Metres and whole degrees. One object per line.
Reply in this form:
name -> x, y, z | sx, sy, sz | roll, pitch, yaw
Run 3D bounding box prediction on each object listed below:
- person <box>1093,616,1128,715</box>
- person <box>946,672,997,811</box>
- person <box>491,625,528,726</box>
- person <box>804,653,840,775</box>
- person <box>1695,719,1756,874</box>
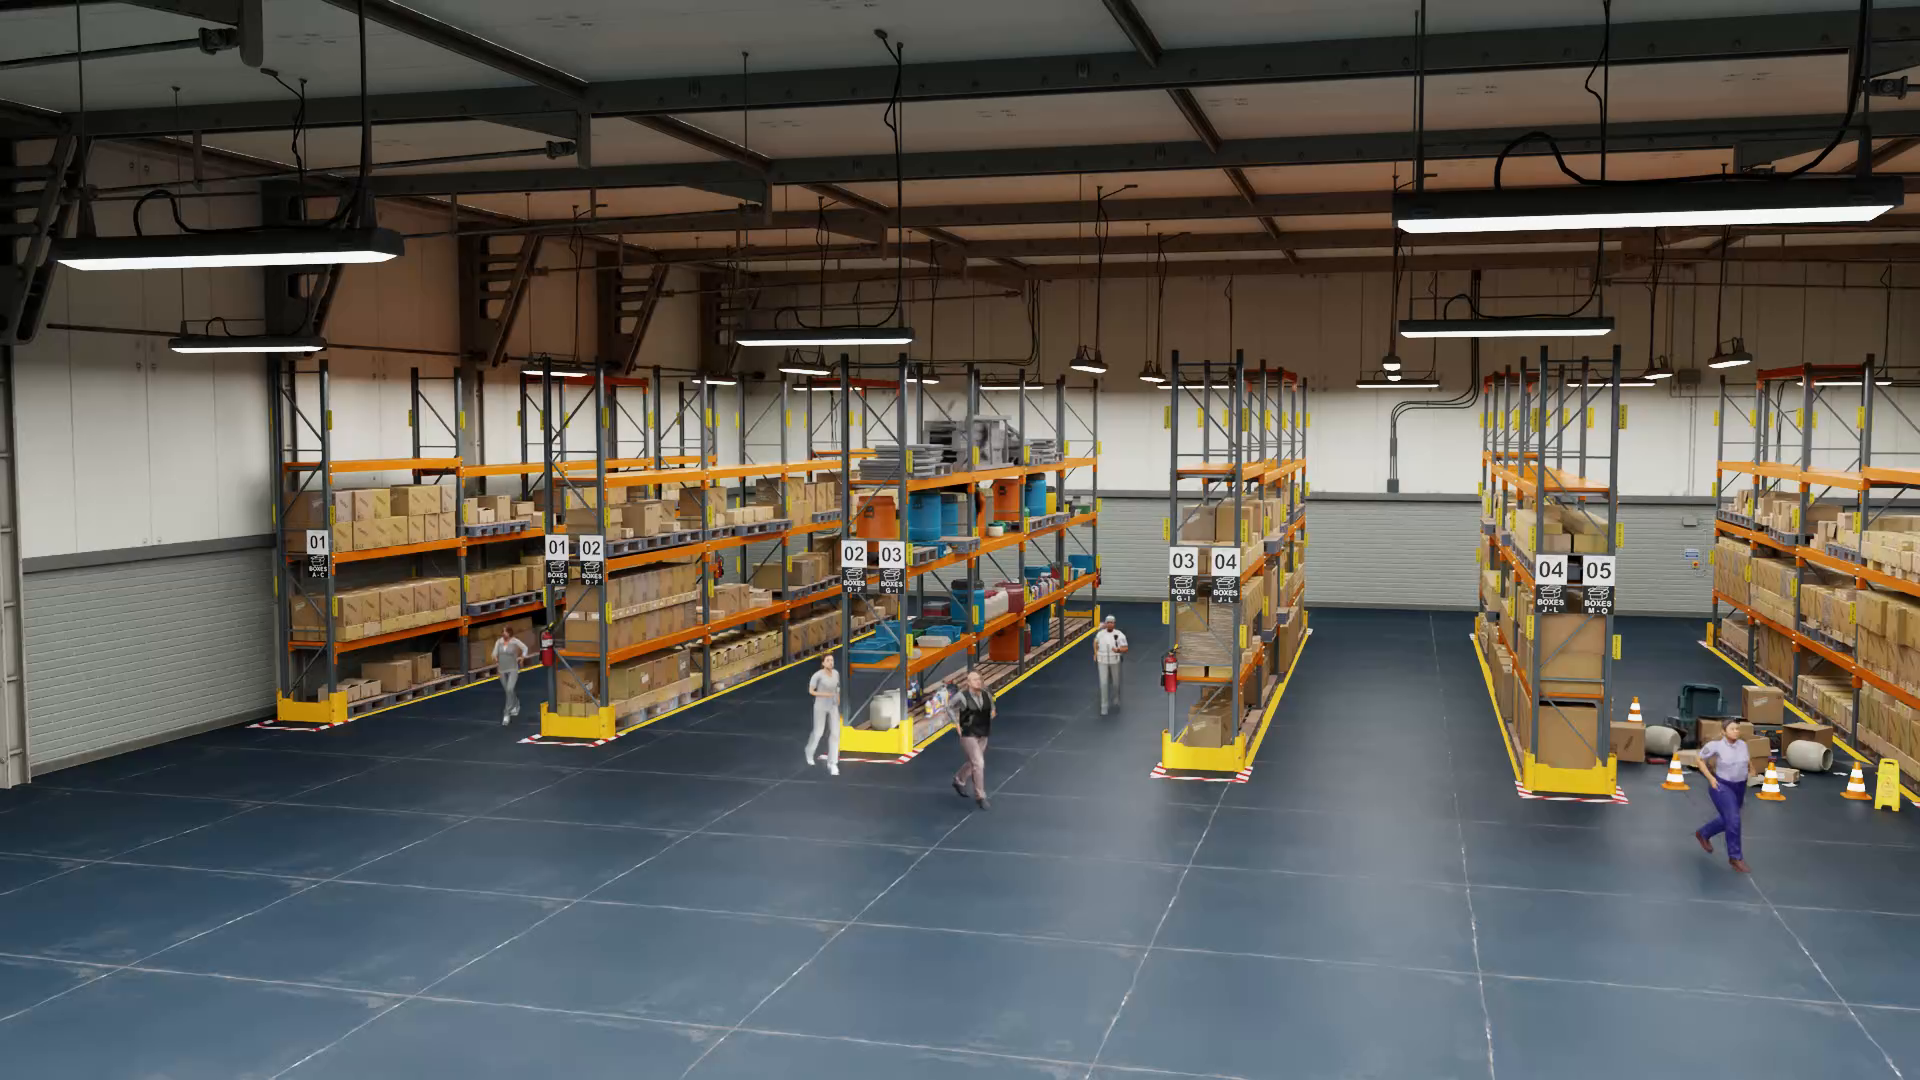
person -> 2.572, 2.116, 28.523 | 0.615, 1.644, 0.918 | 1, 4, 10
person -> 0.190, 2.564, 21.657 | 0.638, 1.569, 0.871 | -3, 5, -37
person -> -7.486, 2.206, 27.570 | 0.536, 1.623, 0.823 | 1, 4, 10
person -> -1.928, 2.451, 23.814 | 0.584, 1.707, 0.848 | -3, 5, -32
person -> 8.657, 2.839, 18.754 | 0.592, 1.669, 0.850 | -1, 4, -19
